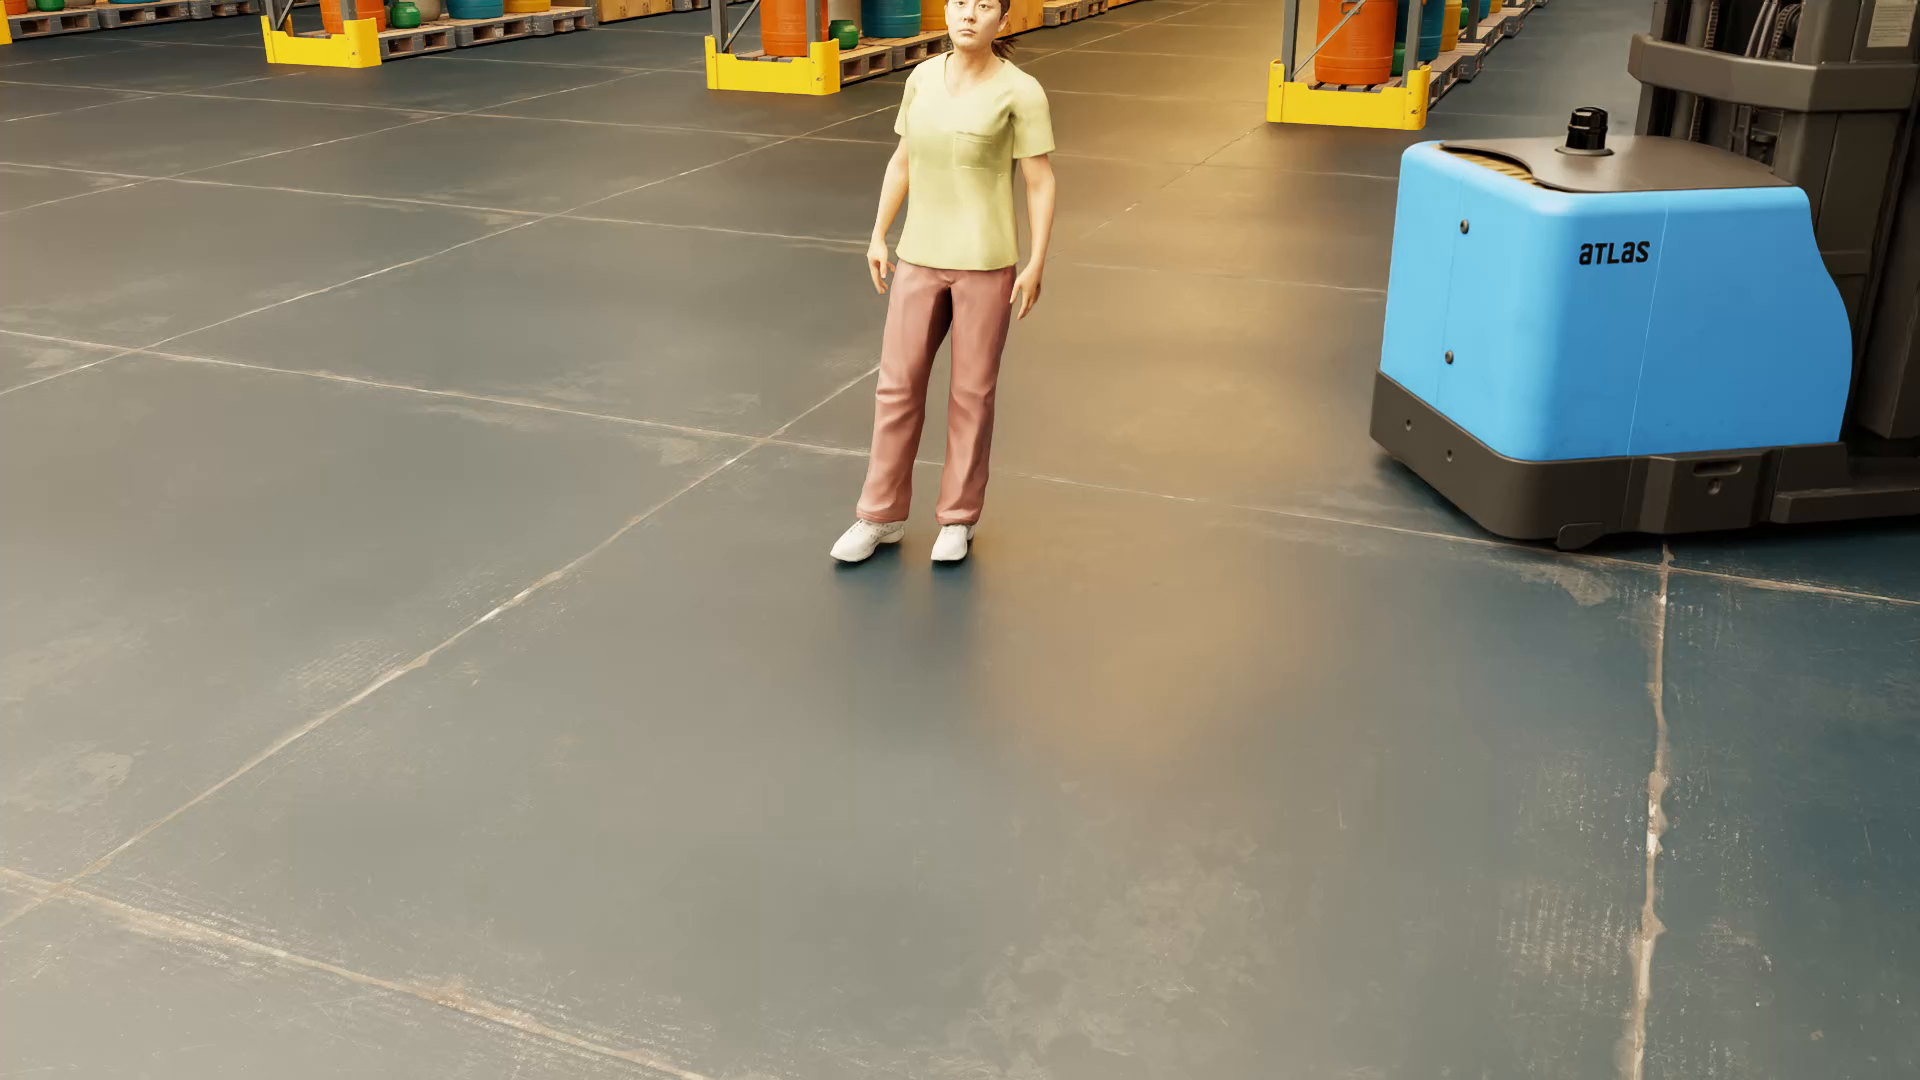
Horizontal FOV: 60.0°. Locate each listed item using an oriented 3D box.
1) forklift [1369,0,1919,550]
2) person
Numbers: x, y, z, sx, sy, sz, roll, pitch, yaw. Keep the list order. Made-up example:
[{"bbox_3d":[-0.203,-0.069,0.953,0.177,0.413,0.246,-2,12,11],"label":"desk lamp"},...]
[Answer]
[{"bbox_3d":[2.988,-1.584,5.082,3.031,2.935,1.130,-4,23,-10],"label":"forklift"},{"bbox_3d":[-0.038,-0.755,4.708,0.555,1.675,0.549,9,24,21],"label":"person"}]
